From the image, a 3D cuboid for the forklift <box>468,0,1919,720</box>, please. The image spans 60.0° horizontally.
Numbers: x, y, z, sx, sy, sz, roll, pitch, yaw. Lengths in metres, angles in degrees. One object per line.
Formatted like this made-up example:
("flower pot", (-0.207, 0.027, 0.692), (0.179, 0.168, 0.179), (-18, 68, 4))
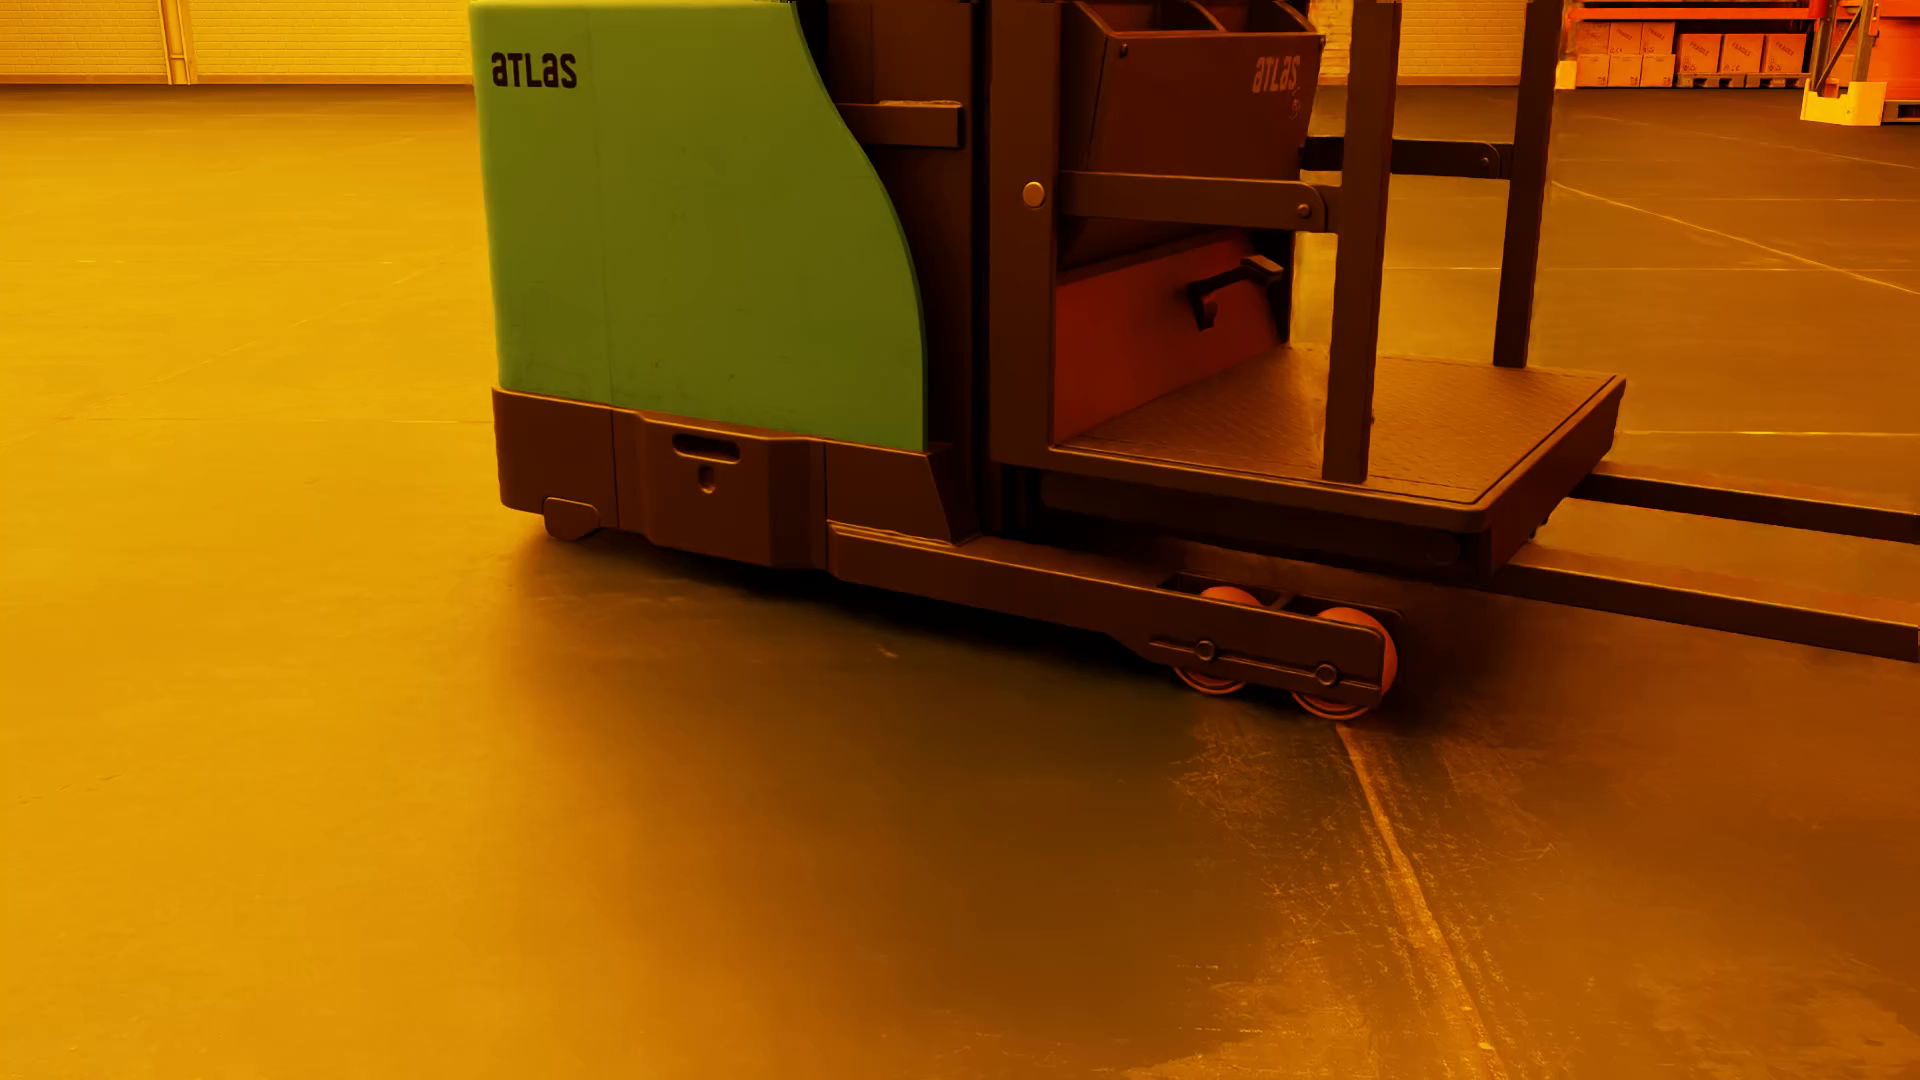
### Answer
("forklift", (0.590, -1.309, 2.644), (3.031, 2.935, 1.130), (10, 20, 29))
